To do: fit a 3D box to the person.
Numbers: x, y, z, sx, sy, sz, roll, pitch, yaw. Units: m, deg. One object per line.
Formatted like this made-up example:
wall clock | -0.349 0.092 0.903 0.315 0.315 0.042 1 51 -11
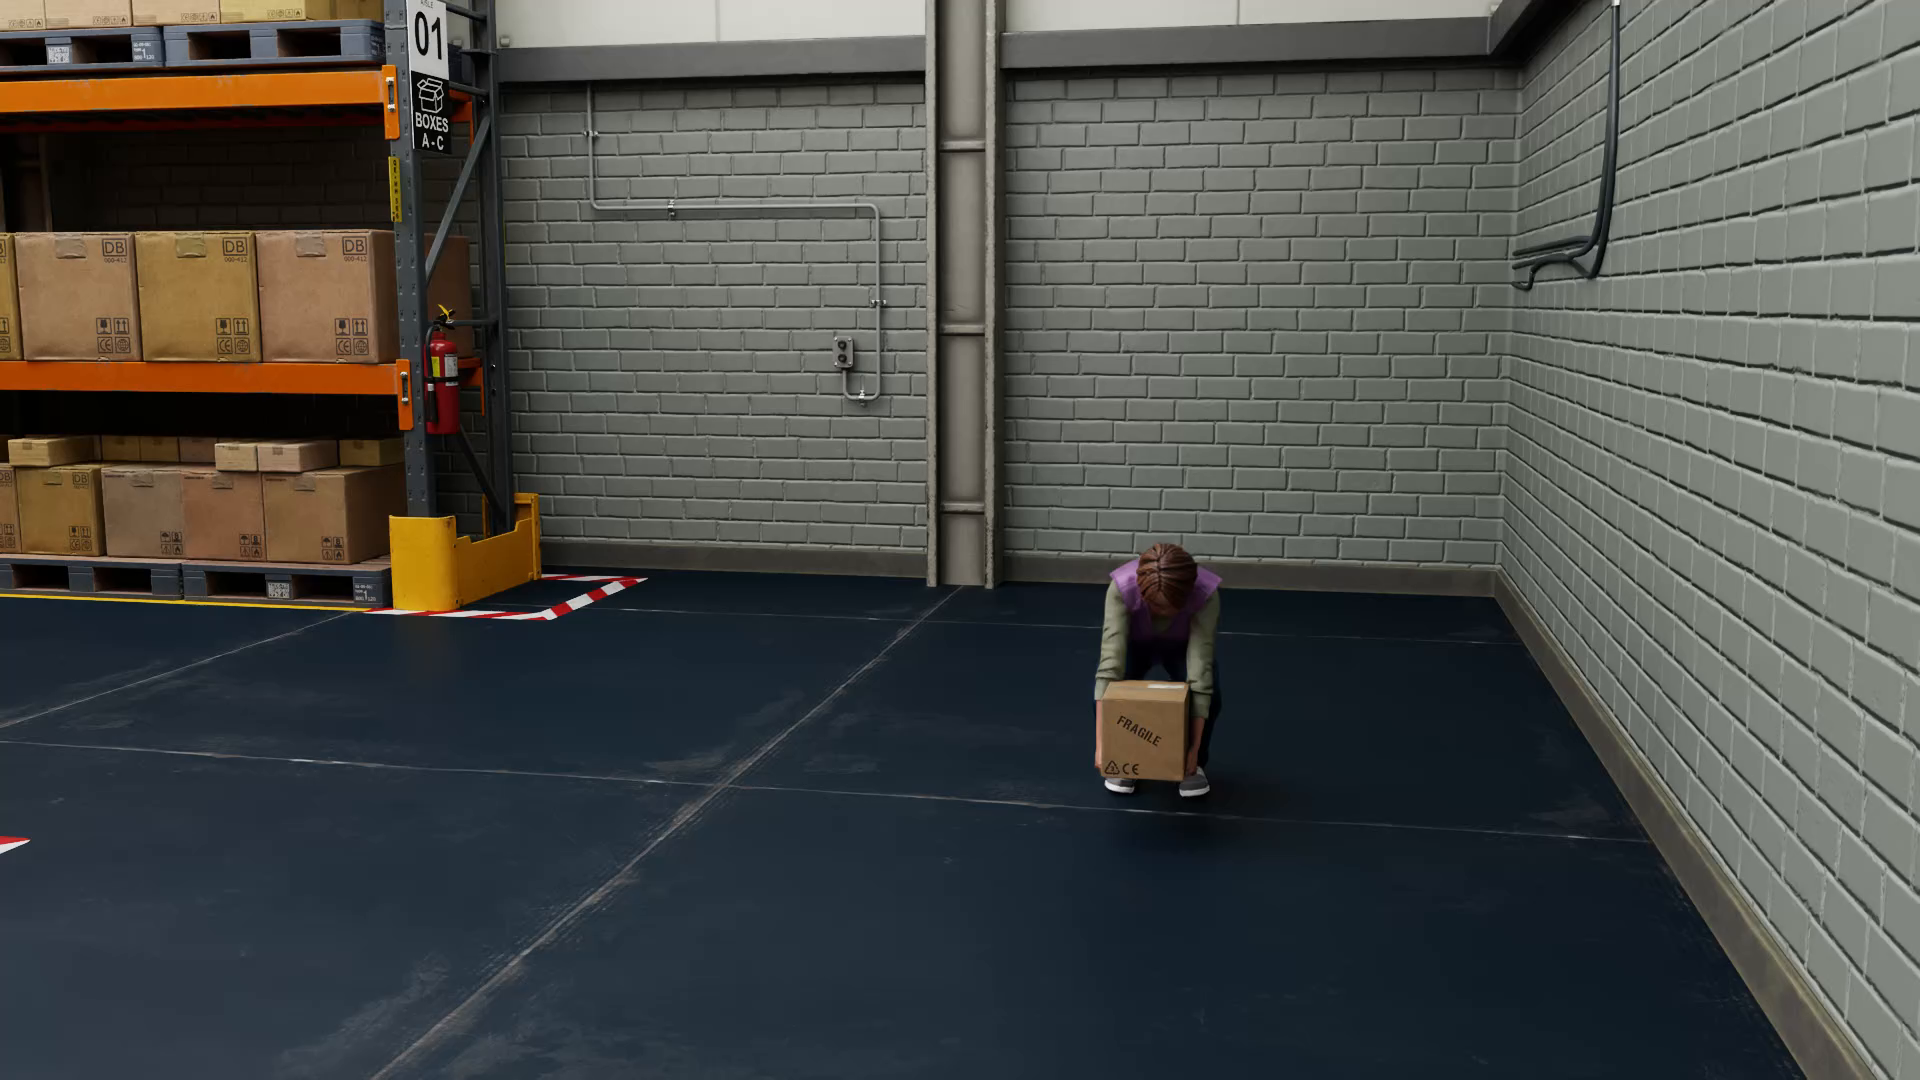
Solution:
person | 0.645 0.415 5.433 0.421 0.904 0.844 1 8 10
